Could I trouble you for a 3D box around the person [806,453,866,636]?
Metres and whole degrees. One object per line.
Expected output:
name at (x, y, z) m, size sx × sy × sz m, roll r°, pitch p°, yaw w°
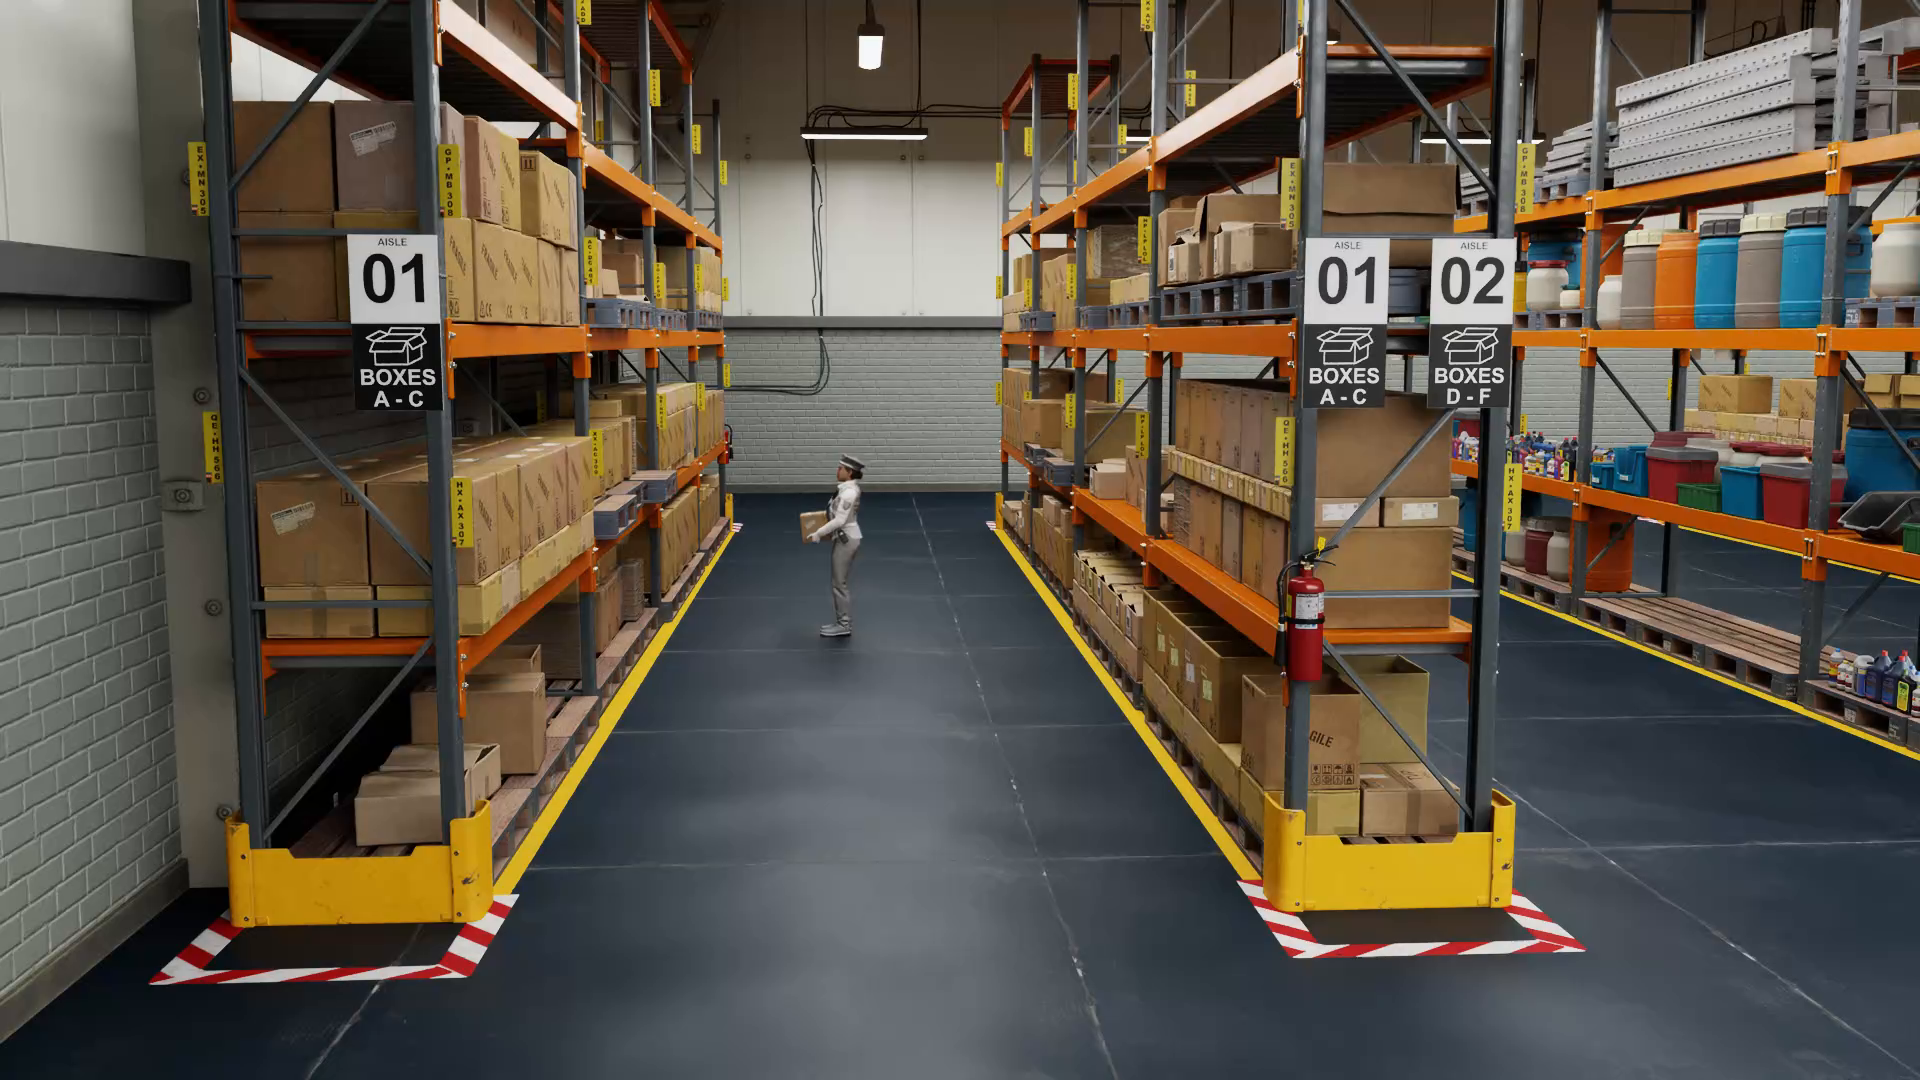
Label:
person at (-1.138, 0.033, 15.355) m, size 0.550 × 1.690 × 0.469 m, roll 0°, pitch 7°, yaw -4°
